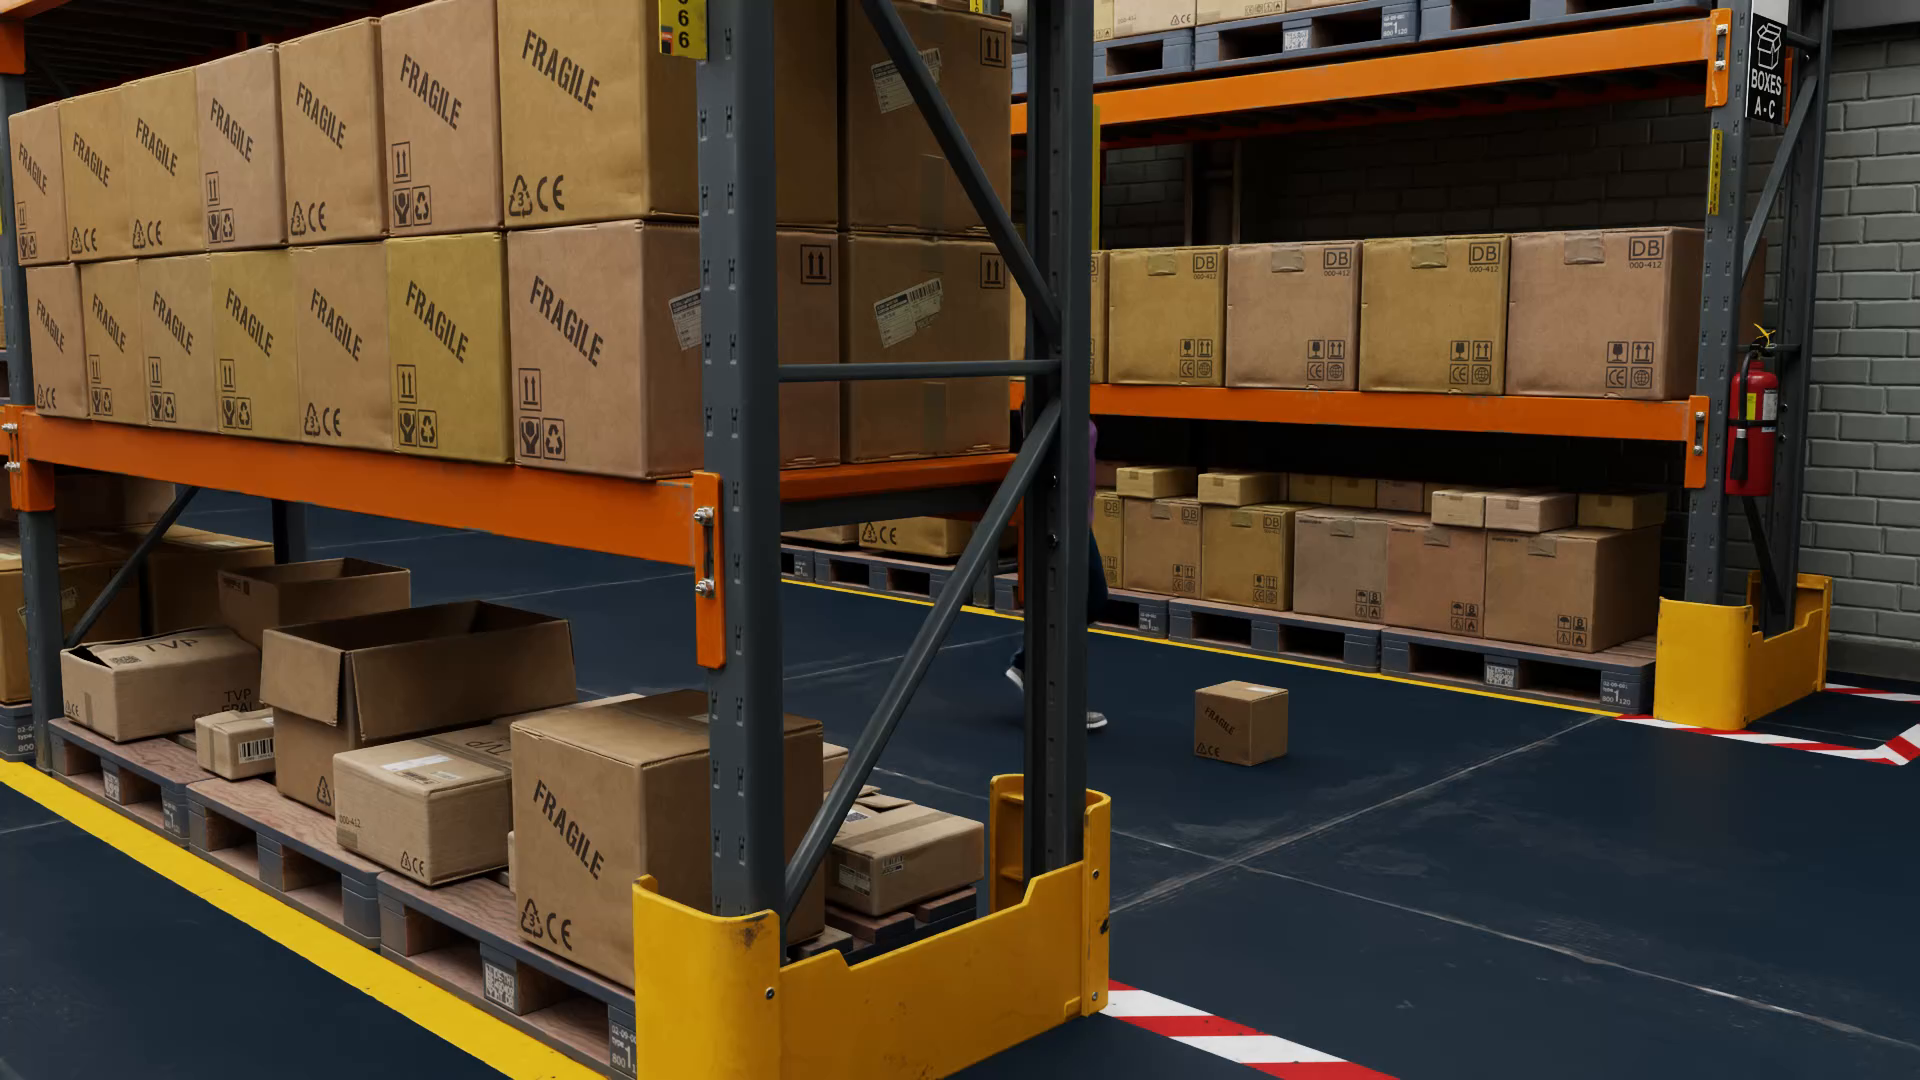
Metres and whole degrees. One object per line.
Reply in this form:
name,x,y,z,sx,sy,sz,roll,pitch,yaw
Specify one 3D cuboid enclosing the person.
person,0.375,-0.043,6.574,0.441,1.588,0.432,2,8,16
